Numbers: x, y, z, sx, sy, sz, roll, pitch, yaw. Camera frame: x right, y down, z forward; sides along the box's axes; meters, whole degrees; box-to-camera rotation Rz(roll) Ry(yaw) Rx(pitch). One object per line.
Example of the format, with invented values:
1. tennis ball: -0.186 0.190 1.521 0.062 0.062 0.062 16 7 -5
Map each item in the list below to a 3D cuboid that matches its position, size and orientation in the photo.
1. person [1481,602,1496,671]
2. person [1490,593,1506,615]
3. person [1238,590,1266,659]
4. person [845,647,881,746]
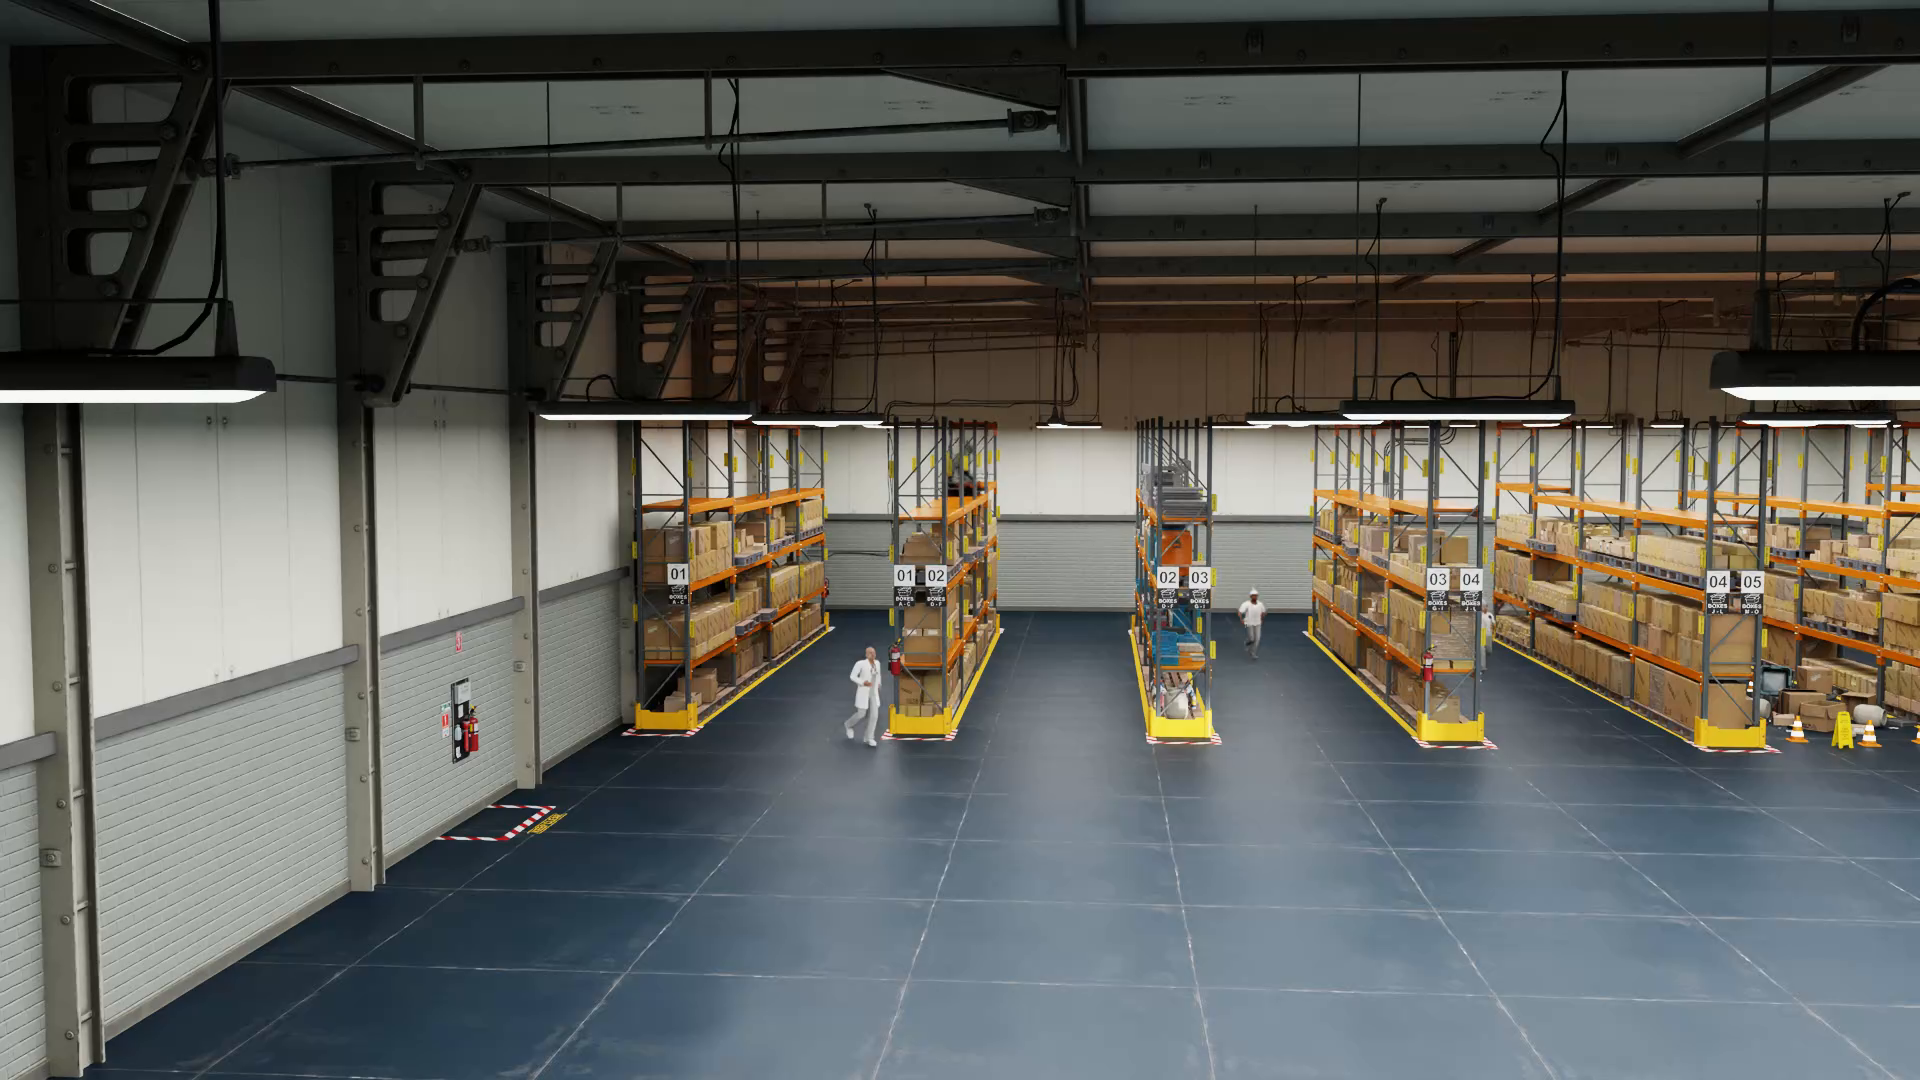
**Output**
1. person: 12.580 2.296 39.985 0.620 1.632 0.784 0 4 -1
2. person: 15.409 1.790 47.405 0.787 1.699 0.732 -1 4 -11
3. person: 7.389 2.126 41.942 0.718 1.724 0.618 -1 4 -12
4. person: -1.709 2.851 30.601 0.720 1.776 0.934 -2 4 -33
